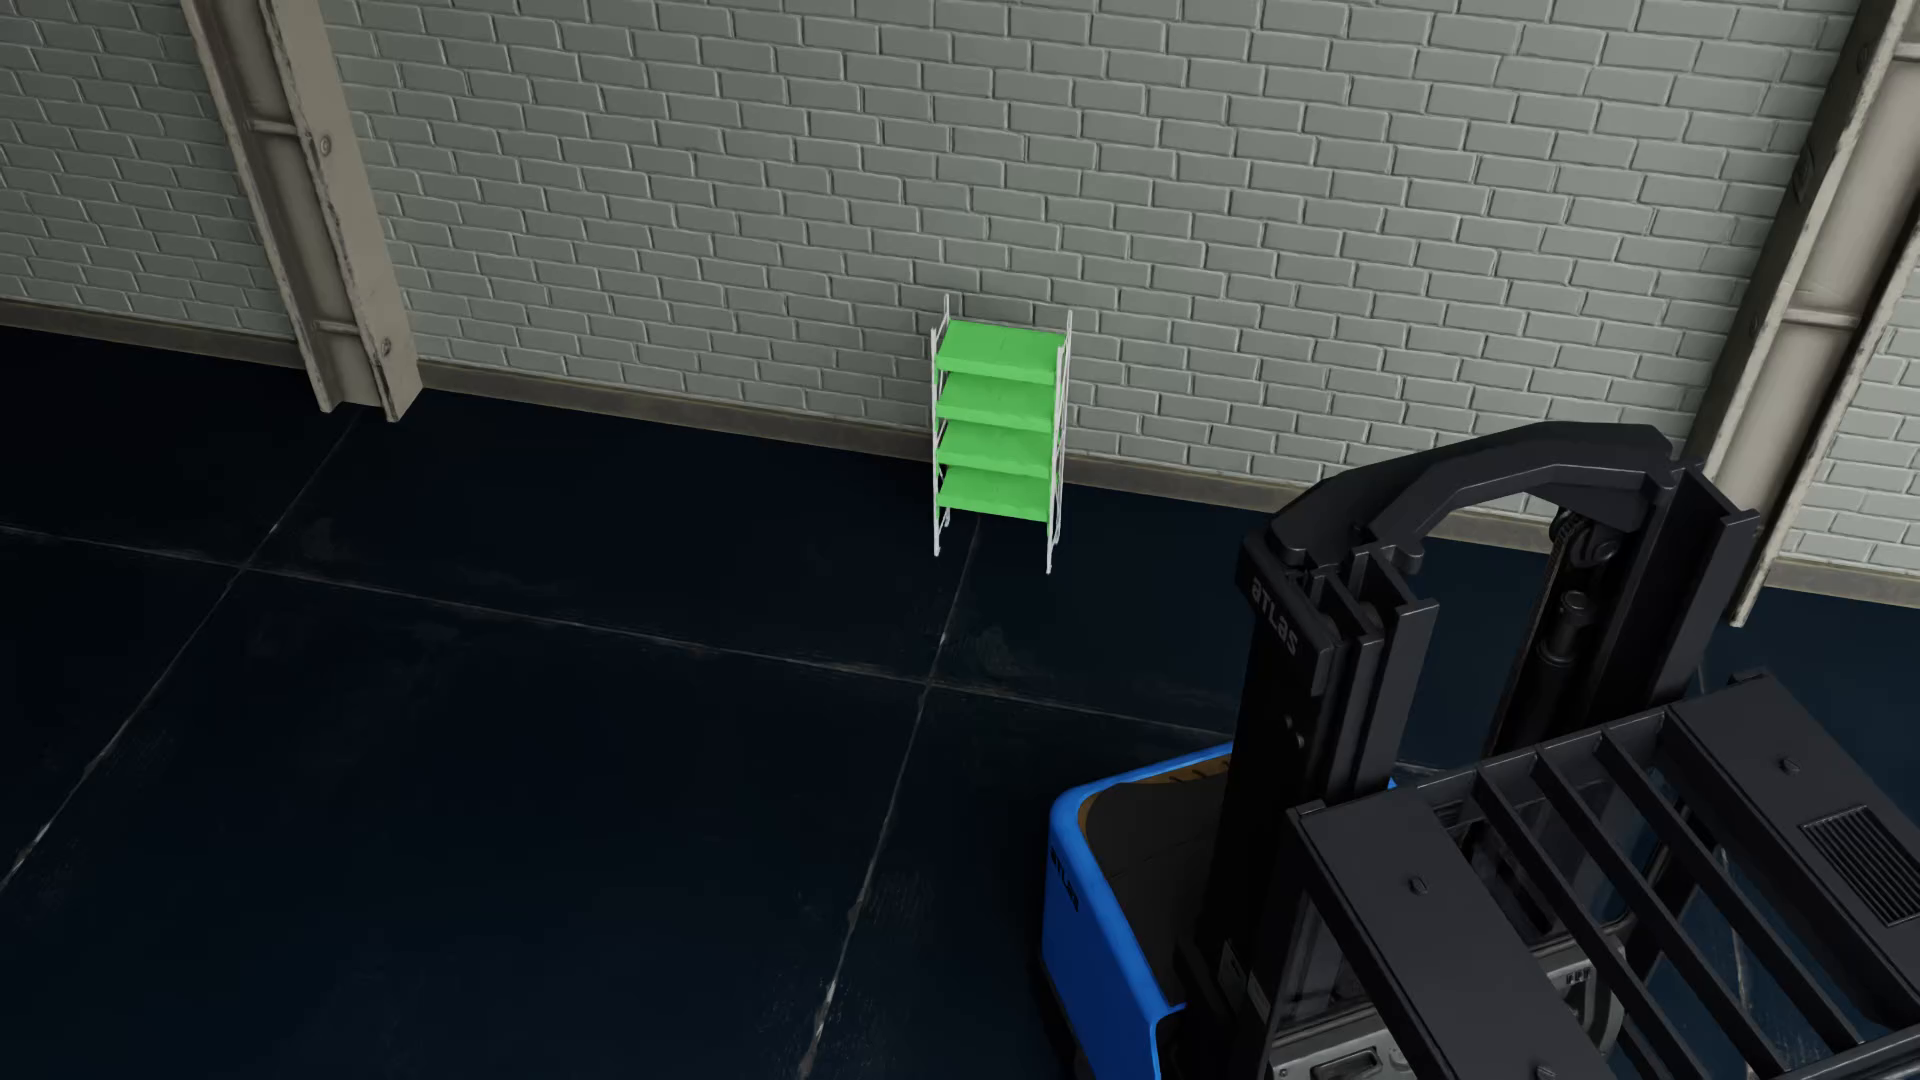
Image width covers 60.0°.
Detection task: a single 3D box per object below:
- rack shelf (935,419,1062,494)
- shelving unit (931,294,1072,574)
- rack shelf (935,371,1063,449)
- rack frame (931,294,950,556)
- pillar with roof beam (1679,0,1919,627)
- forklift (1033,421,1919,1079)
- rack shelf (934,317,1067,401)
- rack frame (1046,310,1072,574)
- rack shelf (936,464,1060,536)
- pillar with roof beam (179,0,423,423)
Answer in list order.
[{"bbox_3d":[0.162,-0.361,6.812,0.480,0.148,0.258,9,45,9],"label":"rack shelf"},{"bbox_3d":[0.162,-0.407,6.768,0.503,1.200,0.258,9,45,9],"label":"shelving unit"},{"bbox_3d":[0.162,-0.534,6.646,0.480,0.148,0.258,9,45,9],"label":"rack shelf"},{"bbox_3d":[-0.077,-0.444,6.806,0.015,1.200,0.240,9,45,9],"label":"rack frame"},{"bbox_3d":[2.122,-0.103,0.828,0.400,9.000,9.100,9,45,9],"label":"pillar with roof beam"},{"bbox_3d":[1.218,1.316,3.730,1.130,2.935,3.031,-14,46,-14],"label":"forklift"},{"bbox_3d":[0.162,-0.707,6.479,0.480,0.148,0.258,9,45,9],"label":"rack shelf"},{"bbox_3d":[0.400,-0.370,6.730,0.015,1.200,0.240,9,45,9],"label":"rack frame"},{"bbox_3d":[0.162,-0.188,6.979,0.480,0.148,0.258,9,45,9],"label":"rack shelf"},{"bbox_3d":[-3.734,-1.011,1.772,0.400,9.000,9.100,9,45,9],"label":"pillar with roof beam"}]
